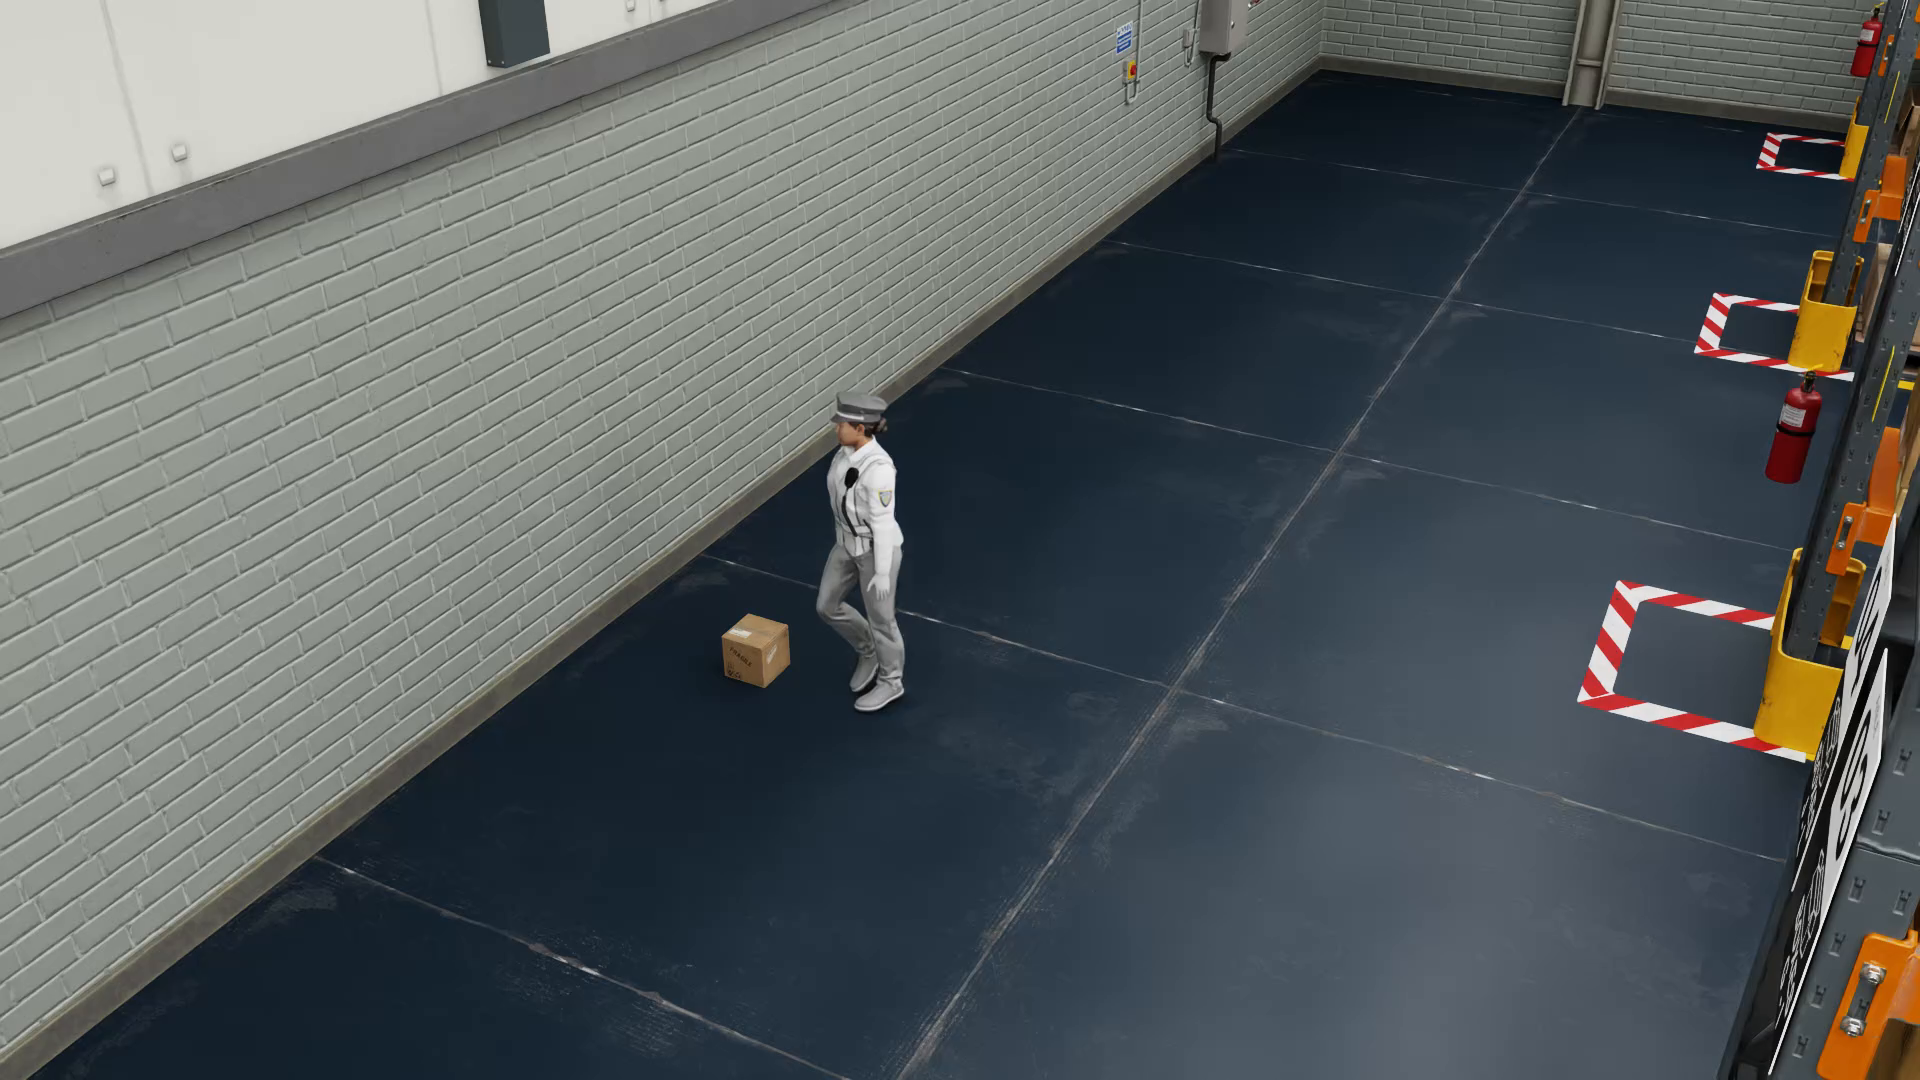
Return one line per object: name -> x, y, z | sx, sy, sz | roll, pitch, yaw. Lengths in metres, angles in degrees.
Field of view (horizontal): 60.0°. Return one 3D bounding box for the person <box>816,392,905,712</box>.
person -> -0.484, 0.069, 8.143 | 0.409, 1.673, 0.524 | -14, 33, -22
